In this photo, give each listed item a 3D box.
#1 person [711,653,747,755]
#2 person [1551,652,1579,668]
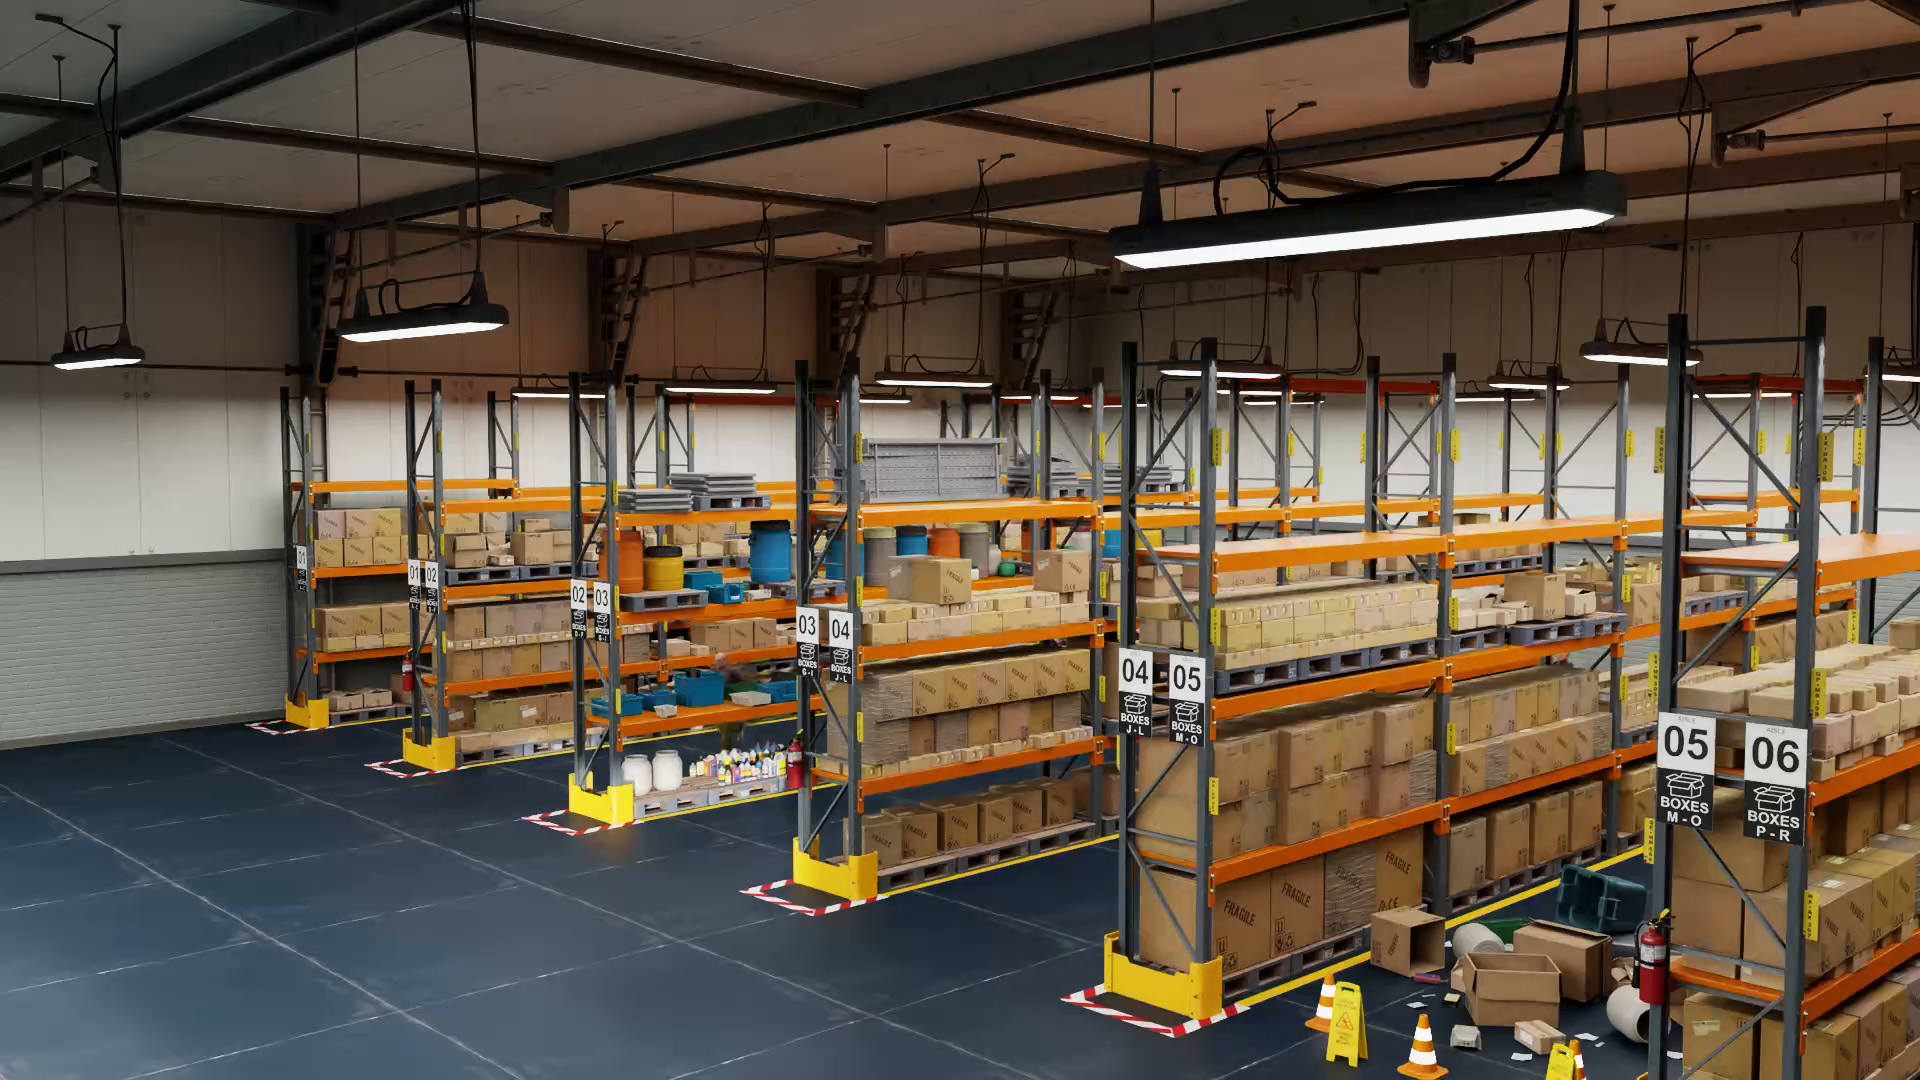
[{"bbox_3d":[-3.670,2.629,26.661,0.707,1.719,0.820,2,4,25],"label":"person"},{"bbox_3d":[9.889,2.595,27.215,0.658,1.682,0.743,3,5,37],"label":"person"}]
